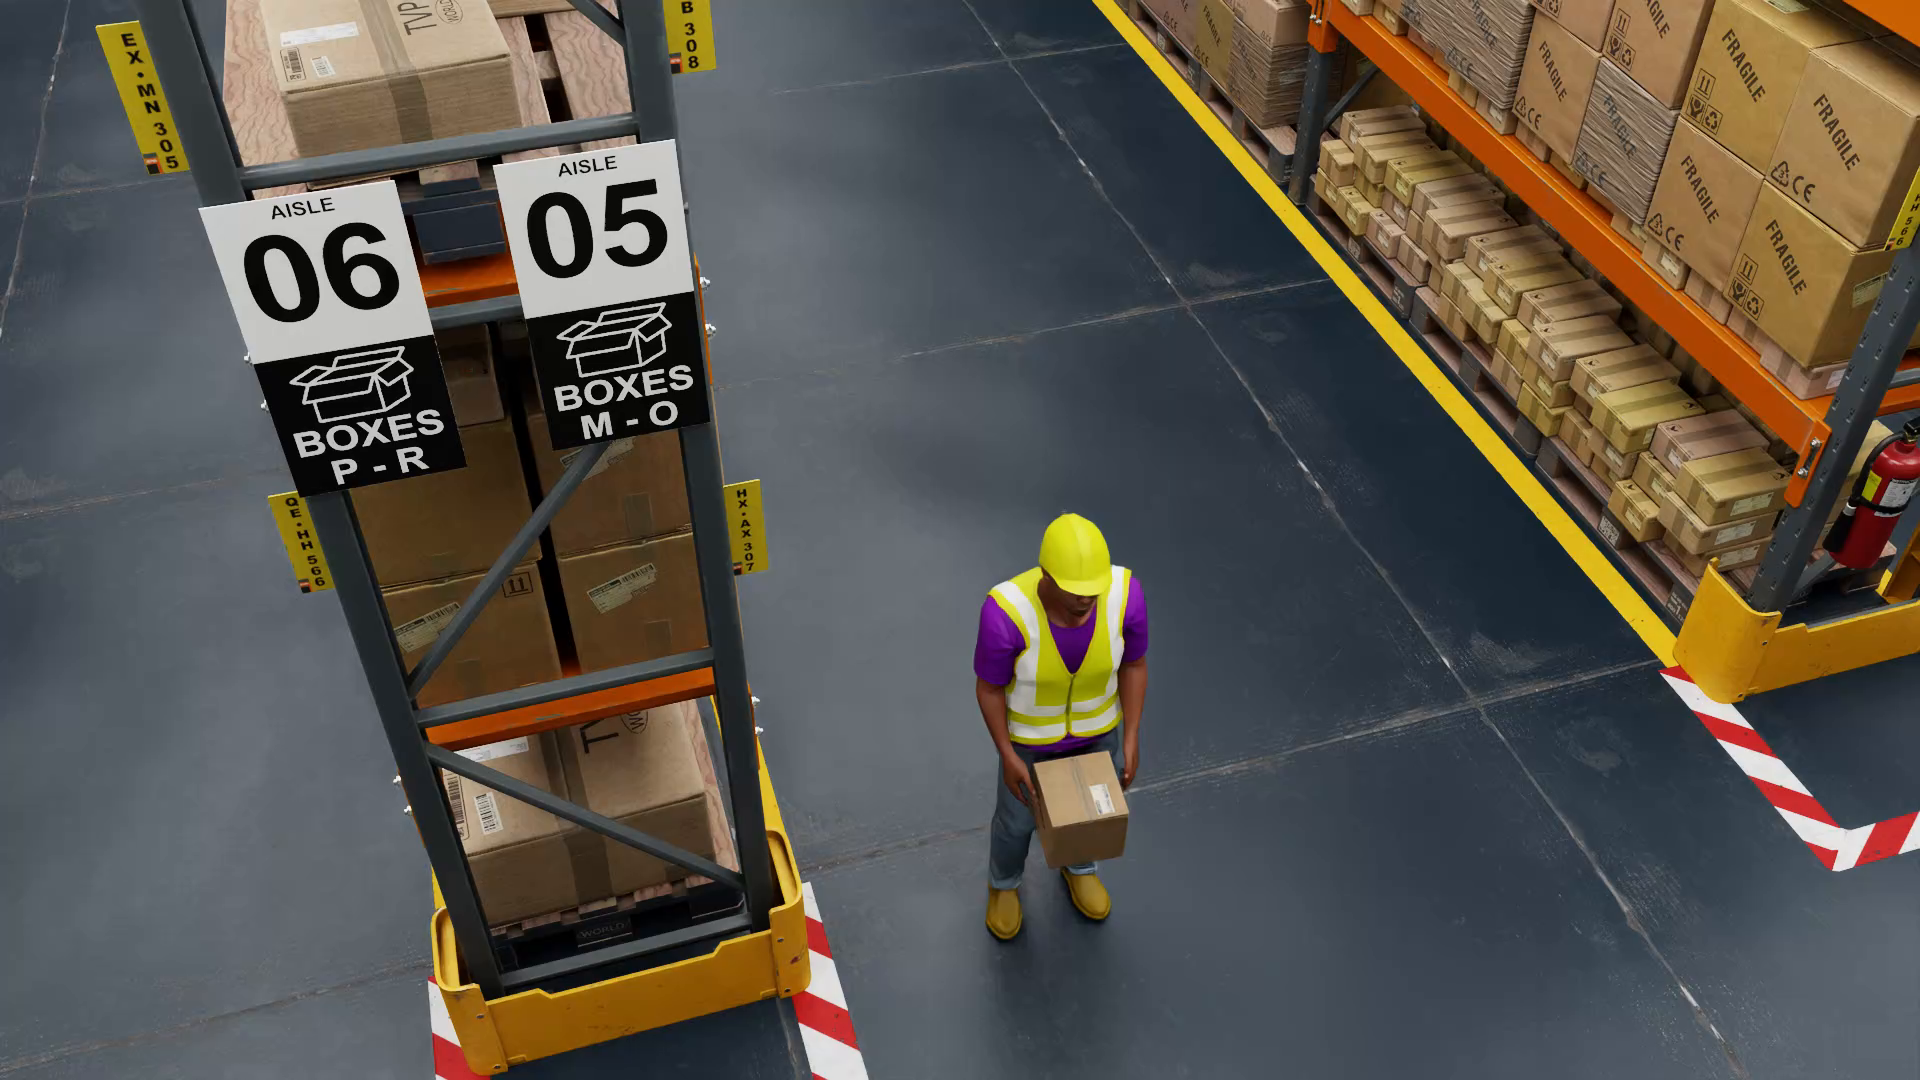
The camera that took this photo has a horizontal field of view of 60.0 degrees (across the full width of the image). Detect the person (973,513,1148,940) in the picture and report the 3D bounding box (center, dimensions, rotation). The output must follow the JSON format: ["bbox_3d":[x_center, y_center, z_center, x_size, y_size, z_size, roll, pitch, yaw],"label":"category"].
[{"bbox_3d":[0.332,0.622,5.450,0.575,1.767,0.458,-9,43,-9],"label":"person"}]
